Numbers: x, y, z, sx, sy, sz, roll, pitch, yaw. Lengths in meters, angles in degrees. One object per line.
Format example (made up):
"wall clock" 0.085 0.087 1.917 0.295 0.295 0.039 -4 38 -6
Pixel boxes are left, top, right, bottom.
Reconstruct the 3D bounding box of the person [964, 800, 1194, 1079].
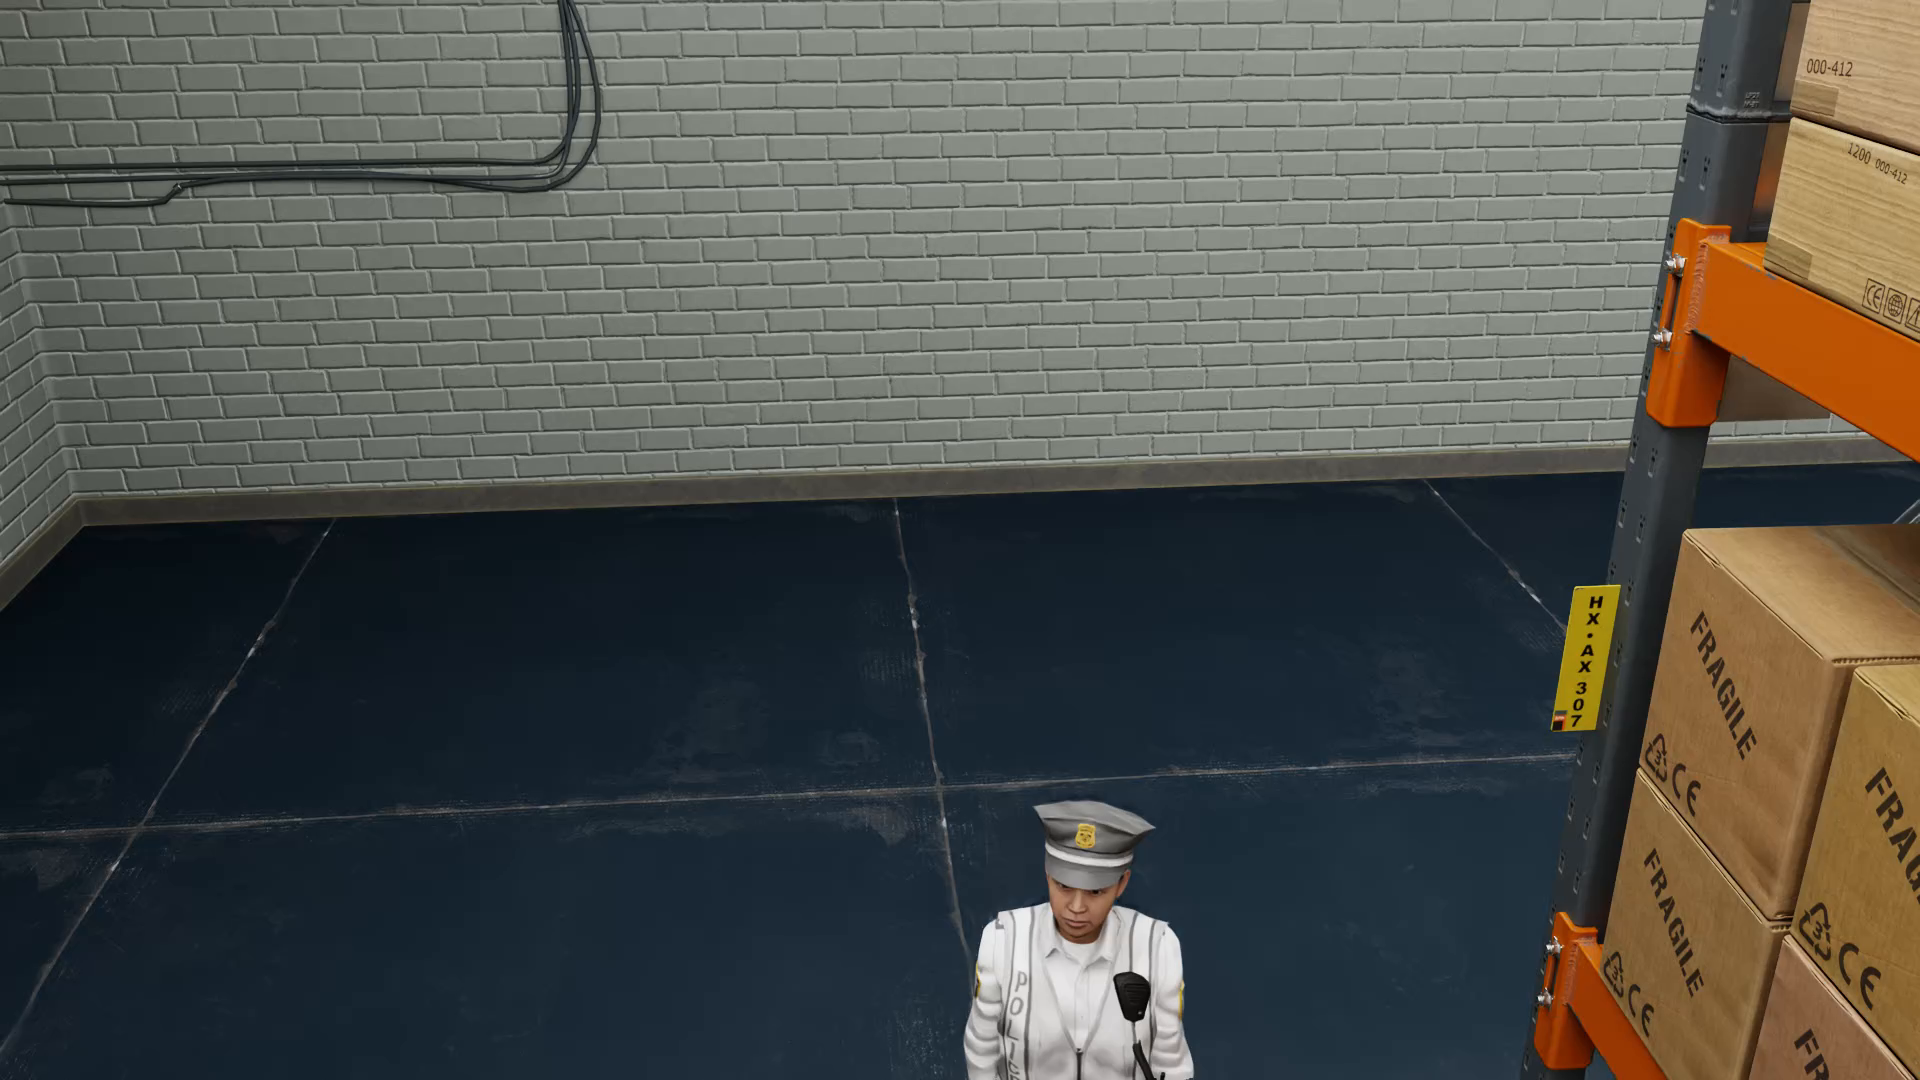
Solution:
"person" 0.251 1.333 3.556 0.482 1.734 0.456 0 24 -1
